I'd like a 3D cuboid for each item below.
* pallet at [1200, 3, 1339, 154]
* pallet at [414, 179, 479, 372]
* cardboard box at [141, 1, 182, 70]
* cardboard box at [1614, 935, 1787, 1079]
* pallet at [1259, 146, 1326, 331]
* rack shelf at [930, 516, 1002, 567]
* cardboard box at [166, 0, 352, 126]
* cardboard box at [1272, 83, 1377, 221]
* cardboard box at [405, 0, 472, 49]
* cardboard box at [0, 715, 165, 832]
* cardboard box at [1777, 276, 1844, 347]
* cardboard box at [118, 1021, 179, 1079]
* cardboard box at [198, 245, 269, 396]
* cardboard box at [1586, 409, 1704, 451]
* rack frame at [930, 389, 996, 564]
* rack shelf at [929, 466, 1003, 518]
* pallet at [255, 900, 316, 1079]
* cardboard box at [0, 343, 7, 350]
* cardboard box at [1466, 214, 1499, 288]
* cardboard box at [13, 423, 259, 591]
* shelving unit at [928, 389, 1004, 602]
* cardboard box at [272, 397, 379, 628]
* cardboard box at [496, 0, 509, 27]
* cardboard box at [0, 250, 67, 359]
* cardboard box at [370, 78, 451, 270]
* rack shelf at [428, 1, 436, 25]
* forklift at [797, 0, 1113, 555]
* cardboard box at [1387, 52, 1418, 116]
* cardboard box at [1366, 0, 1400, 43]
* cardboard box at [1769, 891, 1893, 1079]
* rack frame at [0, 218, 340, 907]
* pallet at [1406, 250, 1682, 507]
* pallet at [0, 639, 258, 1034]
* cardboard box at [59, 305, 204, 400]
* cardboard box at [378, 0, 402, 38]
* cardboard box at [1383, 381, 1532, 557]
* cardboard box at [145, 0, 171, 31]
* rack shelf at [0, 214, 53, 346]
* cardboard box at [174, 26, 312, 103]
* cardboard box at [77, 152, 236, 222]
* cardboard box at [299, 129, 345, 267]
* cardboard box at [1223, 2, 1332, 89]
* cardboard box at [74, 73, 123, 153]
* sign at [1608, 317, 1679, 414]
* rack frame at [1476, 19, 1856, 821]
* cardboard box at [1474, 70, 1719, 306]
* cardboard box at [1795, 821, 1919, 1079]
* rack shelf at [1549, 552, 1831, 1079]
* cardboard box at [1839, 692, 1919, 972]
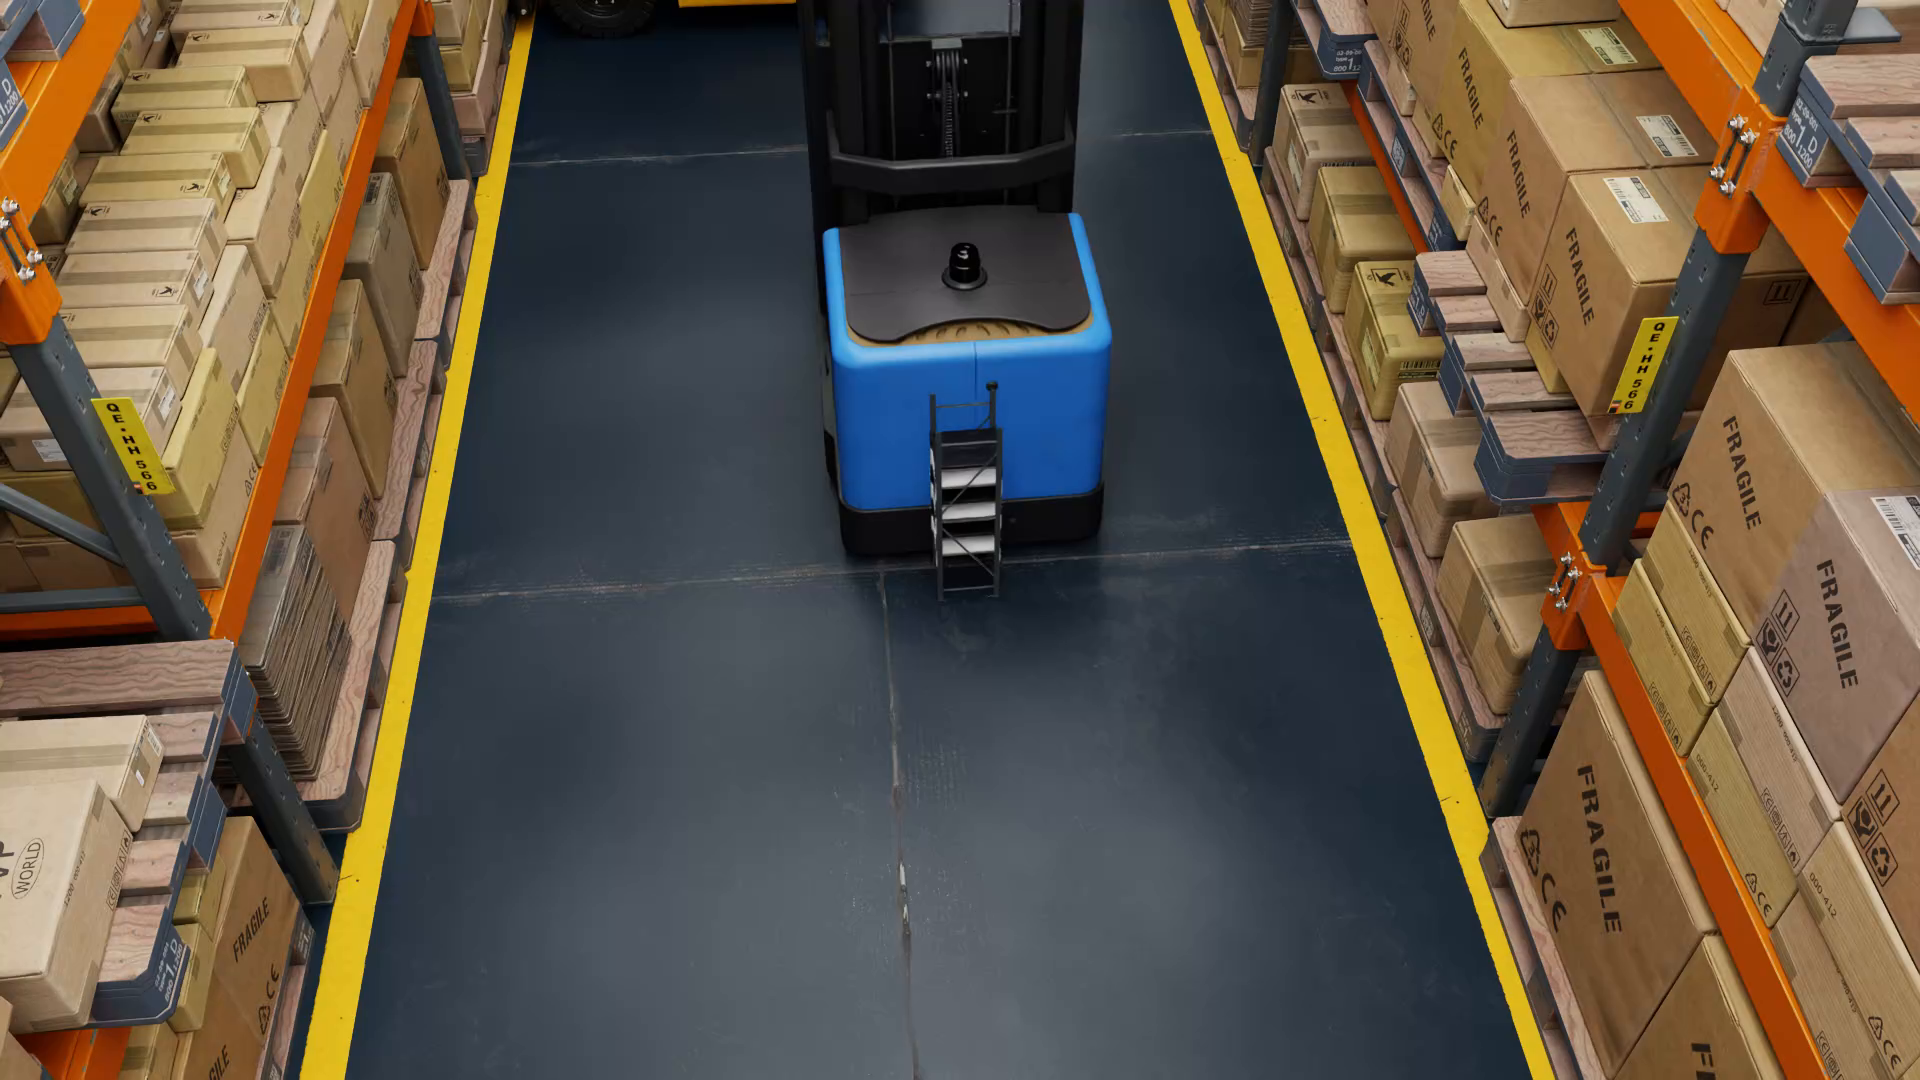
[{"bbox_3d":[1.911,-2.544,9.014,1.003,0.211,1.213,-3,47,-3],"label":"pallet"},{"bbox_3d":[-2.843,-1.225,7.765,1.003,0.211,1.213,-3,47,-3],"label":"pallet"},{"bbox_3d":[-3.093,-1.716,6.068,0.500,0.250,0.500,-5,47,-4],"label":"cardboard box"},{"bbox_3d":[2.383,1.611,4.332,0.875,0.875,0.875,-3,47,-3],"label":"cardboard box"},{"bbox_3d":[2.069,-1.497,8.022,1.003,0.211,1.213,-3,47,-3],"label":"pallet"},{"bbox_3d":[0.022,-0.005,6.429,0.258,0.077,0.200,-4,47,-4],"label":"rack shelf"},{"bbox_3d":[-2.560,-1.753,6.104,0.500,0.250,0.500,-3,47,-3],"label":"cardboard box"},{"bbox_3d":[2.049,-1.881,7.986,0.950,0.372,0.625,-3,47,-3],"label":"cardboard box"},{"bbox_3d":[-2.671,-2.627,8.087,0.500,0.250,0.500,-4,47,-4],"label":"cardboard box"},{"bbox_3d":[-2.171,0.573,4.025,0.380,0.149,0.250,-3,47,-3],"label":"cardboard box"},{"bbox_3d":[2.530,-0.746,4.827,0.500,0.500,0.500,-5,47,-4],"label":"cardboard box"},{"bbox_3d":[-2.283,1.402,4.342,0.380,0.149,0.250,-5,47,-5],"label":"cardboard box"},{"bbox_3d":[-2.443,-0.639,5.048,0.500,0.250,0.500,-2,47,-2],"label":"cardboard box"},{"bbox_3d":[2.076,-0.406,4.952,0.380,0.149,0.250,-2,47,-2],"label":"cardboard box"},{"bbox_3d":[0.011,-0.225,6.344,0.240,0.900,0.006,-4,47,-4],"label":"rack frame"},{"bbox_3d":[0.022,-0.191,6.233,0.258,0.077,0.200,-4,47,-4],"label":"rack shelf"},{"bbox_3d":[-2.584,1.681,5.013,1.003,0.211,1.213,-3,47,-3],"label":"pallet"},{"bbox_3d":[-2.931,-0.675,4.808,0.380,0.149,0.250,-4,47,-3],"label":"cardboard box"},{"bbox_3d":[1.902,-0.958,5.475,0.380,0.149,0.250,-5,47,-5],"label":"cardboard box"},{"bbox_3d":[-2.402,-0.105,4.887,0.500,0.250,0.500,-3,47,-3],"label":"cardboard box"},{"bbox_3d":[0.022,-0.152,6.274,0.258,0.900,0.210,-4,47,-4],"label":"shelving unit"},{"bbox_3d":[-2.710,-0.073,6.099,0.875,0.625,0.625,-2,47,-2],"label":"cardboard box"},{"bbox_3d":[-2.770,-3.021,9.150,0.500,0.250,0.500,-3,47,-3],"label":"cardboard box"},{"bbox_3d":[-2.967,-0.619,5.029,0.500,0.250,0.500,-3,47,-3],"label":"cardboard box"},{"bbox_3d":[-2.888,-1.666,7.608,0.875,0.625,0.625,-2,47,-2],"label":"cardboard box"},{"bbox_3d":[-3.111,-3.914,8.887,1.077,0.370,4.000,-3,47,-3],"label":"rack shelf"},{"bbox_3d":[-0.100,-2.026,6.650,1.130,2.935,3.031,-4,47,-4],"label":"forklift"},{"bbox_3d":[1.815,-1.713,6.191,0.380,0.149,0.250,-2,47,-2],"label":"cardboard box"},{"bbox_3d":[1.826,-2.223,6.226,0.500,0.500,0.500,-4,47,-4],"label":"cardboard box"},{"bbox_3d":[2.226,1.046,3.797,0.500,0.250,0.500,-2,47,-2],"label":"cardboard box"},{"bbox_3d":[-2.608,0.179,4.514,1.000,3.000,0.127,-3,47,-3],"label":"rack frame"},{"bbox_3d":[2.172,-0.568,5.354,1.213,0.211,1.003,-3,47,-3],"label":"pallet"},{"bbox_3d":[-2.482,0.731,4.124,1.213,0.211,1.003,-3,47,-3],"label":"pallet"},{"bbox_3d":[-2.365,-0.520,4.661,0.380,0.149,0.250,-3,47,-2],"label":"cardboard box"},{"bbox_3d":[-2.640,-2.314,6.979,0.500,0.250,0.500,-3,47,-2],"label":"cardboard box"},{"bbox_3d":[2.230,-0.309,6.497,0.950,0.372,0.625,-4,47,-4],"label":"cardboard box"},{"bbox_3d":[-3.100,-1.962,6.026,0.380,0.149,0.250,-4,47,-3],"label":"cardboard box"},{"bbox_3d":[-2.441,0.842,2.316,1.077,0.370,4.000,-3,47,-3],"label":"rack shelf"},{"bbox_3d":[-2.458,-1.629,5.711,0.380,0.149,0.250,-5,47,-4],"label":"cardboard box"},{"bbox_3d":[-2.498,-1.072,5.184,0.380,0.149,0.250,-3,47,-3],"label":"cardboard box"},{"bbox_3d":[-2.531,-1.217,5.940,0.500,0.250,0.500,-2,47,-2],"label":"cardboard box"},{"bbox_3d":[1.685,-2.629,8.779,0.500,0.250,0.500,-2,47,-1],"label":"cardboard box"},{"bbox_3d":[-2.985,-1.411,5.505,0.380,0.149,0.250,-2,47,-2],"label":"cardboard box"},{"bbox_3d":[1.798,-0.456,4.373,0.100,0.325,0.005,-3,47,-3],"label":"sign"},{"bbox_3d":[2.338,-0.125,4.803,1.000,3.000,0.127,-3,47,-3],"label":"rack frame"},{"bbox_3d":[1.968,-1.092,5.155,0.500,0.500,0.500,-4,47,-4],"label":"cardboard box"},{"bbox_3d":[2.205,0.872,3.618,0.500,0.250,0.500,-4,47,-3],"label":"cardboard box"},{"bbox_3d":[2.505,1.569,3.693,1.077,0.370,4.000,-3,47,-3],"label":"rack shelf"},{"bbox_3d":[2.214,0.602,3.356,0.500,0.500,0.500,-2,47,-2],"label":"cardboard box"}]
